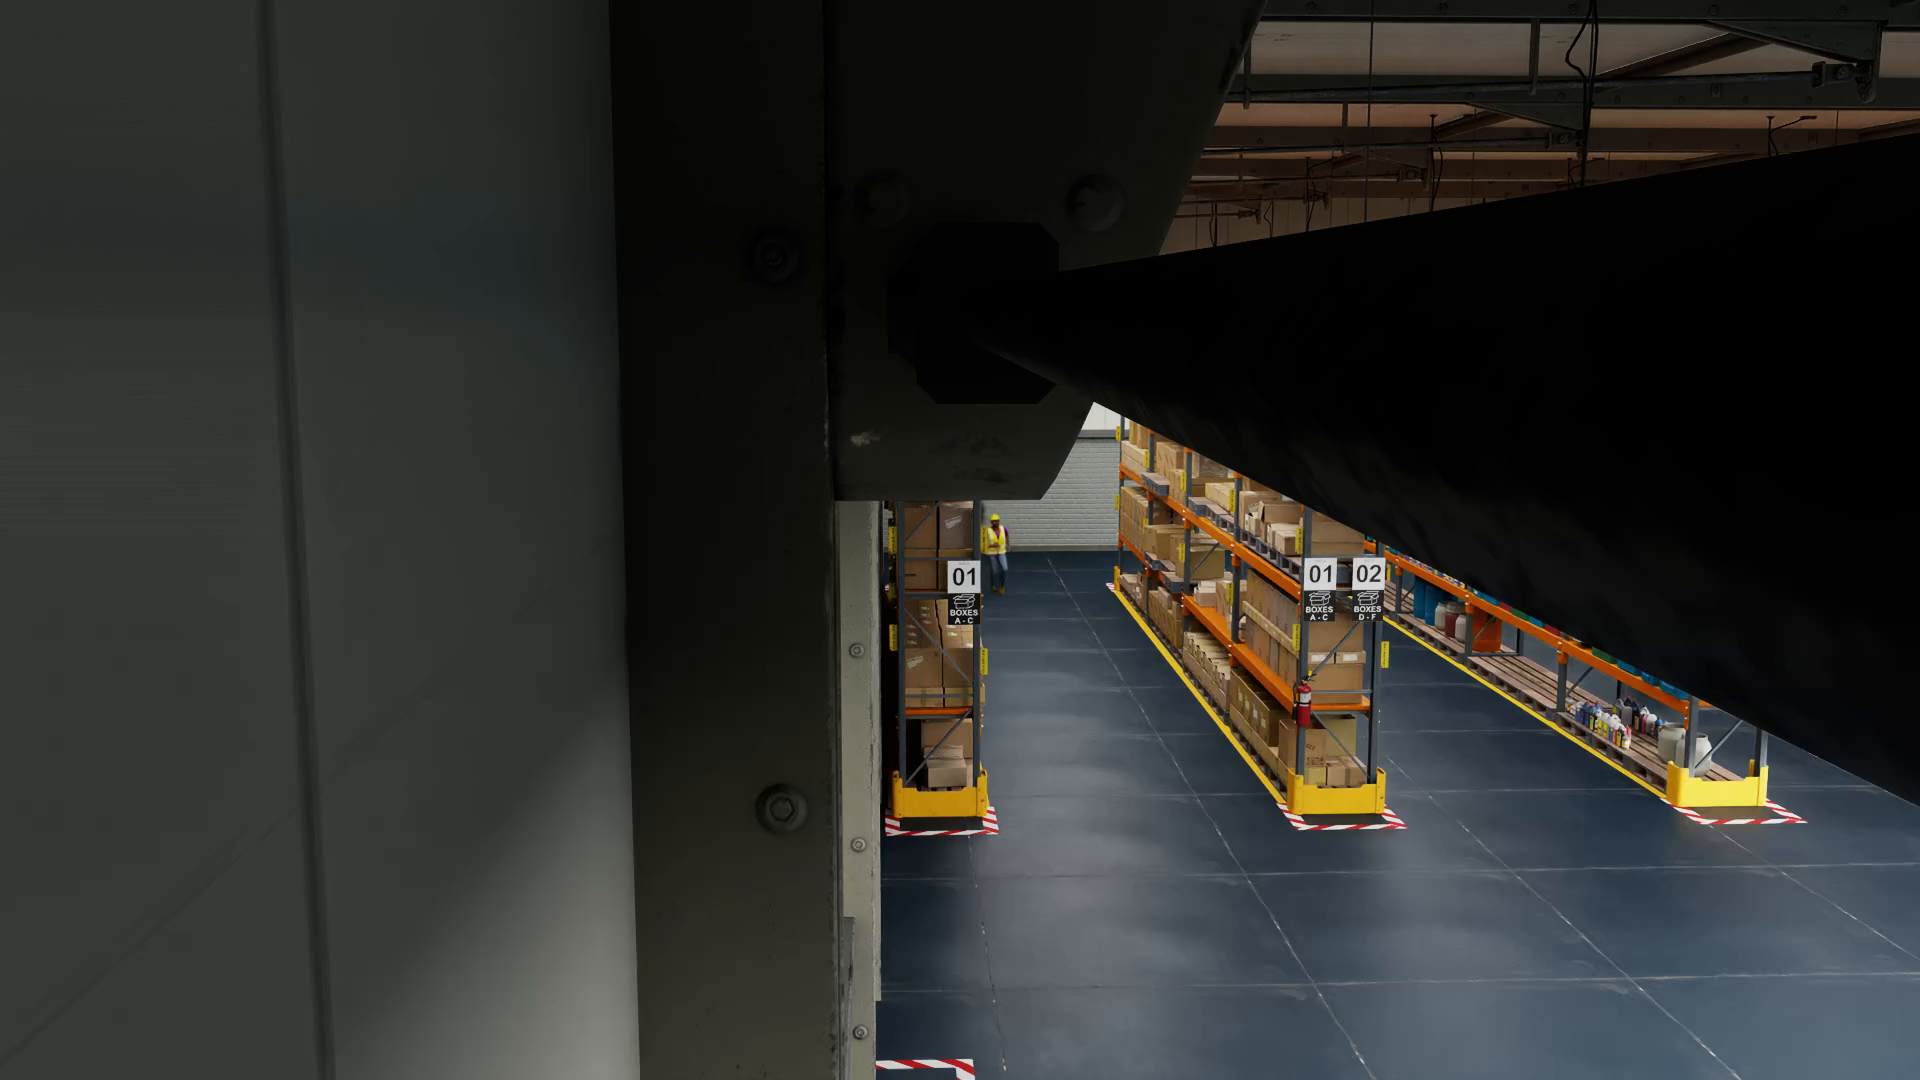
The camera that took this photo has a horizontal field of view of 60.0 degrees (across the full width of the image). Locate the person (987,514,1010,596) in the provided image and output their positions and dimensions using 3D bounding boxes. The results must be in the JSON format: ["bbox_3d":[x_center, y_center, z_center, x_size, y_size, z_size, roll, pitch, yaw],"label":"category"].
[{"bbox_3d":[0.778,0.319,35.874,0.646,1.777,0.683,-2,8,-12],"label":"person"}]
